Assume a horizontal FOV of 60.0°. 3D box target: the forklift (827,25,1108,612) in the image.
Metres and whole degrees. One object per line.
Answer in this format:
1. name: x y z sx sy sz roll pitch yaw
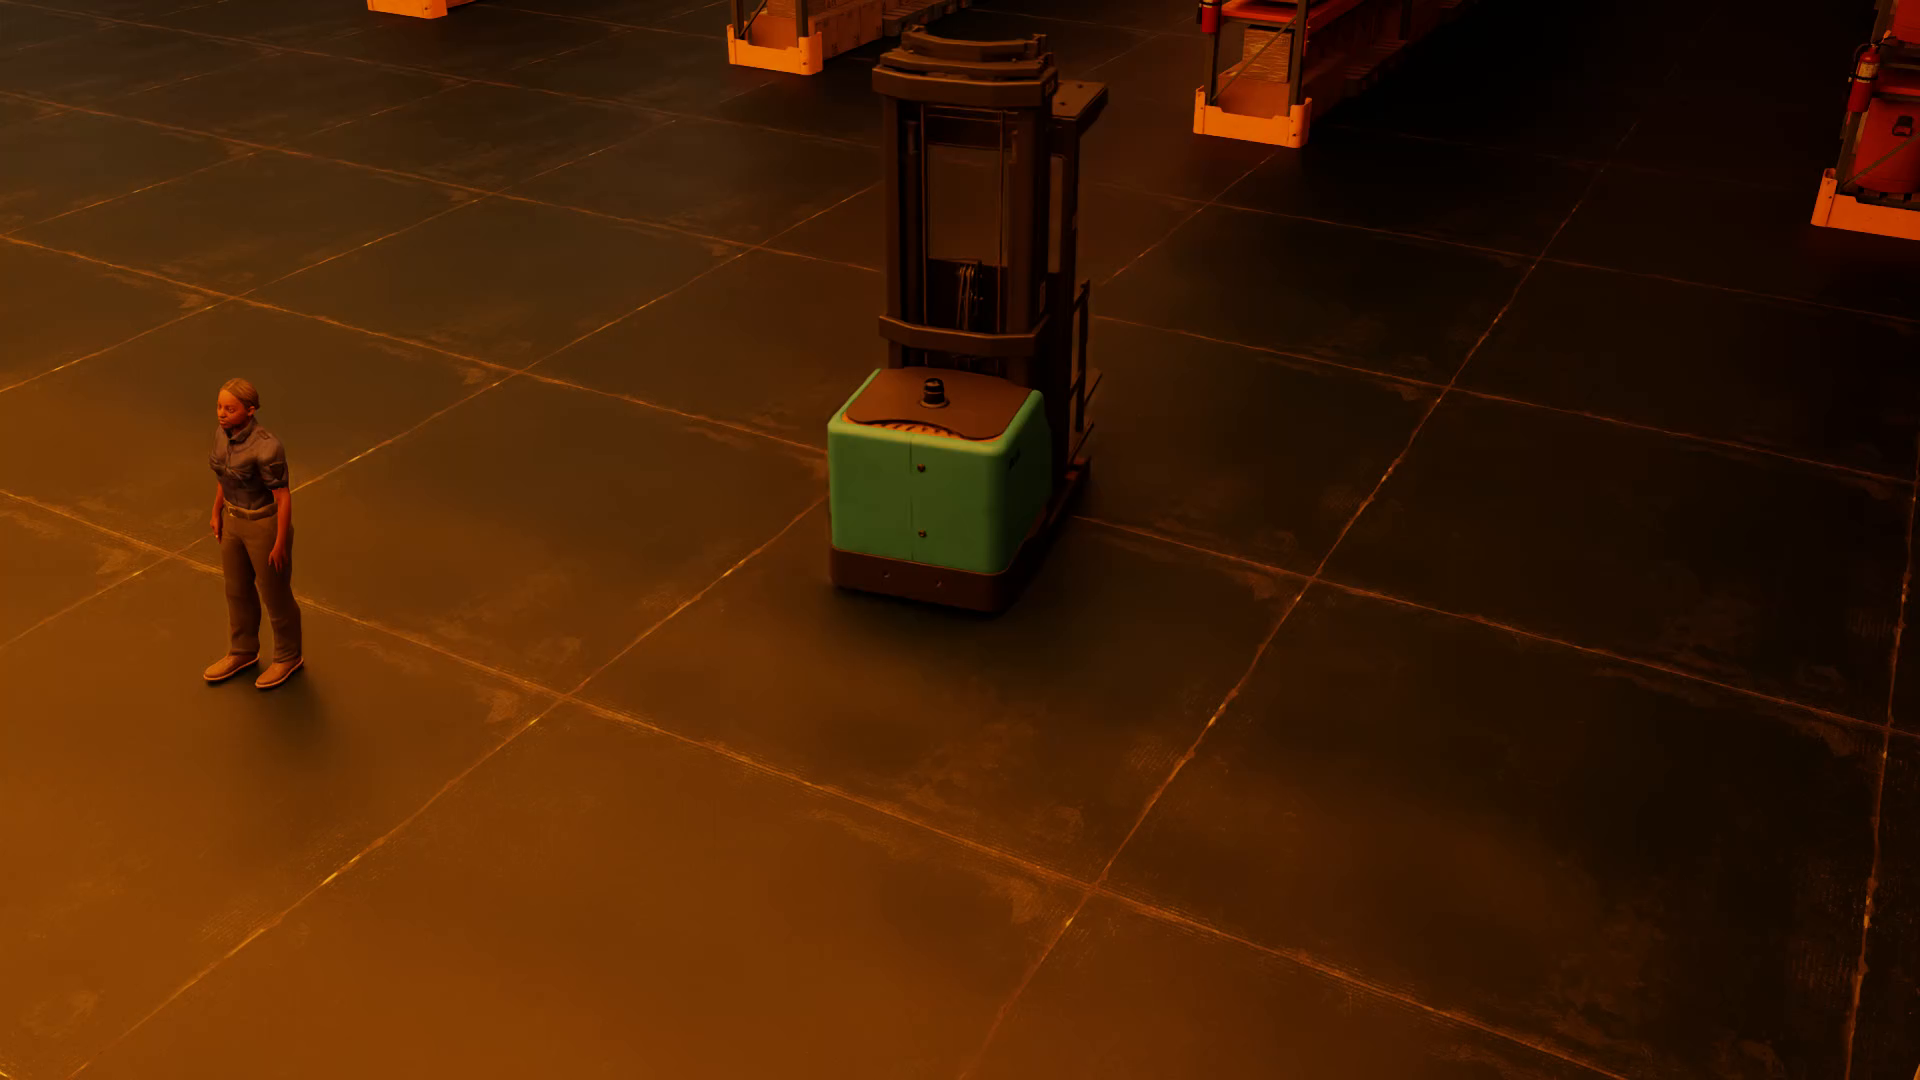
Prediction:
1. forklift: 0.200 -1.596 9.835 1.130 2.935 3.031 9 31 15

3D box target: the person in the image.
1. person: -3.613 -0.008 8.358 0.569 1.645 0.503 18 35 28
